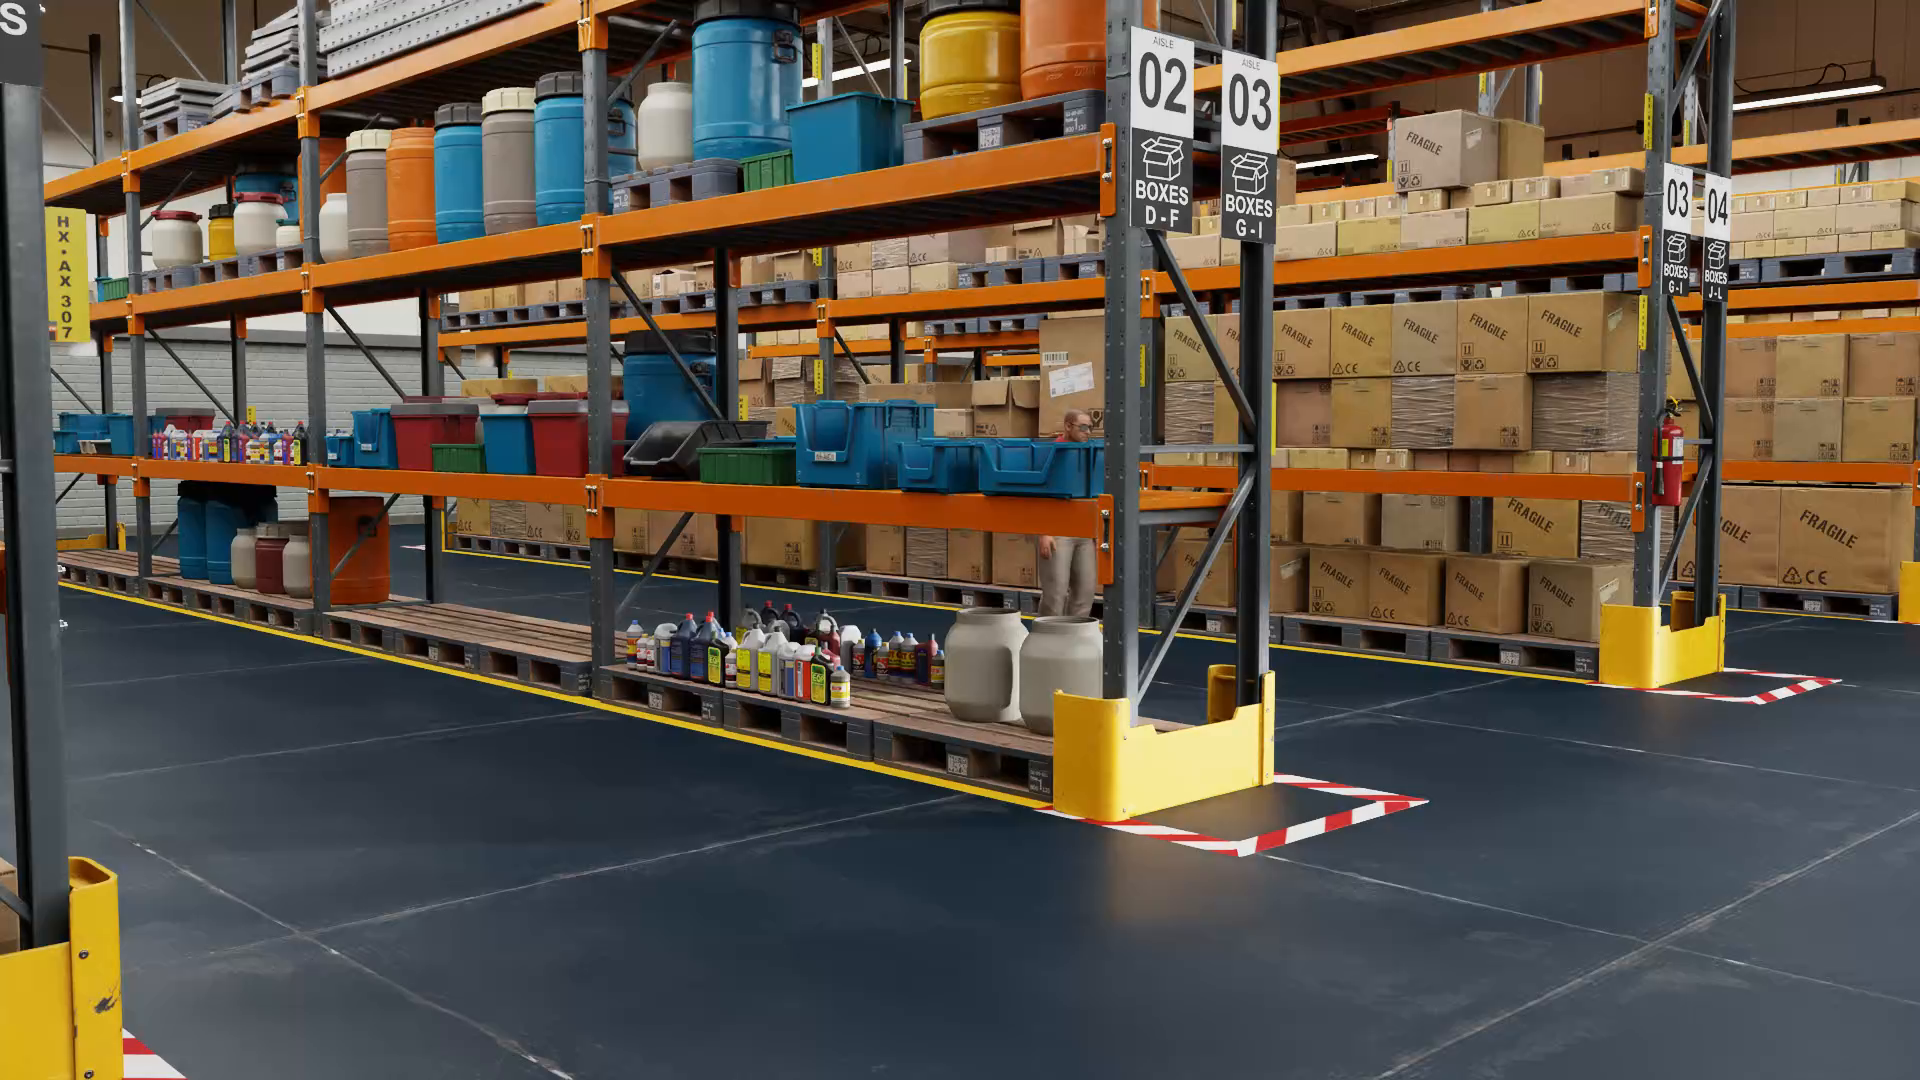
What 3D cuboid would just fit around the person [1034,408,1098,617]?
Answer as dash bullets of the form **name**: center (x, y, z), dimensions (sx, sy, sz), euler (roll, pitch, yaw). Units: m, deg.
- **person**: center (0.727, -0.024, 11.232), dimensions (0.390, 1.726, 0.585), euler (4, 5, 44)
